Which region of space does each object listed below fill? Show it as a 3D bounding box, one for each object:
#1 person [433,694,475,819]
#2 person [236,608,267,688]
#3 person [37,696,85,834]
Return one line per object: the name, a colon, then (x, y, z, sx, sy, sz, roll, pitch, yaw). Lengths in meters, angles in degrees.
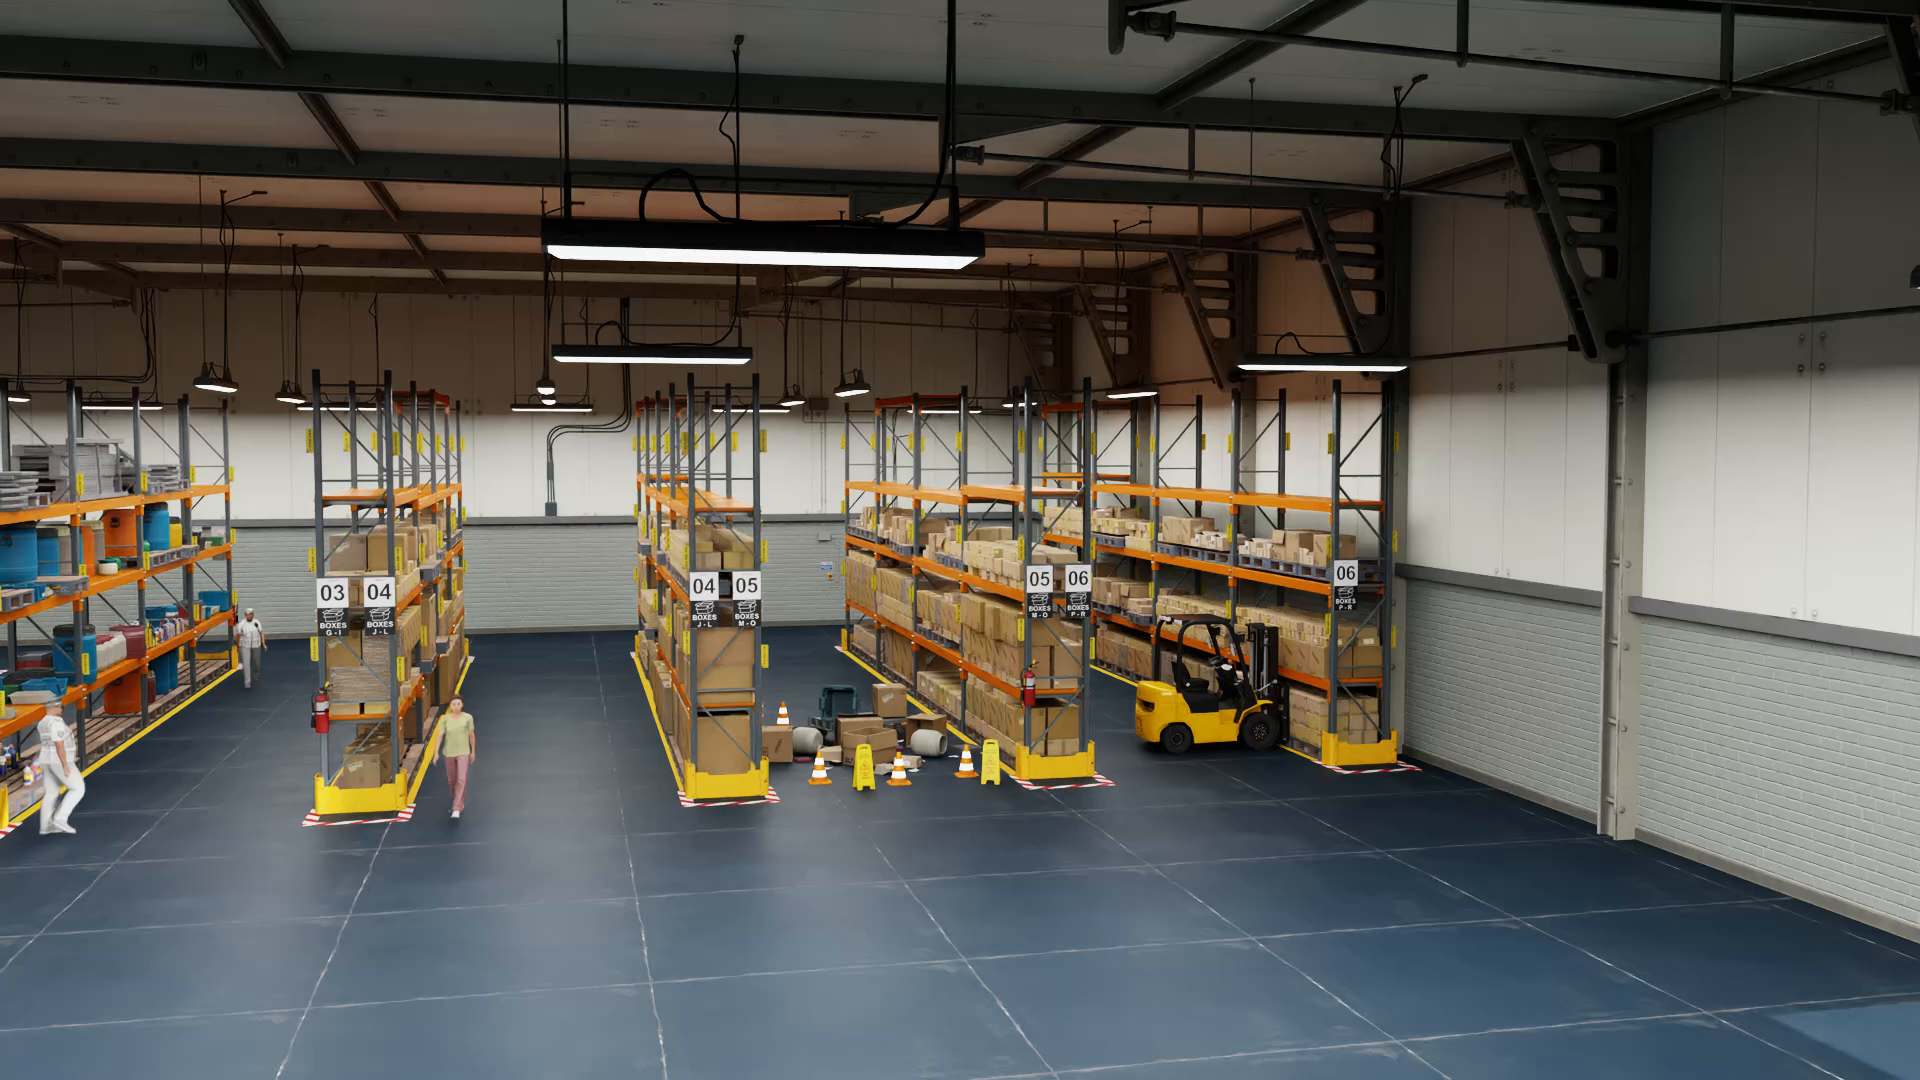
person: (-6.771, 2.880, 22.219, 0.496, 1.637, 0.911, 0, 3, -5)
person: (-14.605, 2.196, 34.269, 0.564, 1.611, 1.016, -2, 4, -28)
person: (-11.603, 2.890, 21.362, 0.654, 1.730, 0.495, 2, 4, 27)
